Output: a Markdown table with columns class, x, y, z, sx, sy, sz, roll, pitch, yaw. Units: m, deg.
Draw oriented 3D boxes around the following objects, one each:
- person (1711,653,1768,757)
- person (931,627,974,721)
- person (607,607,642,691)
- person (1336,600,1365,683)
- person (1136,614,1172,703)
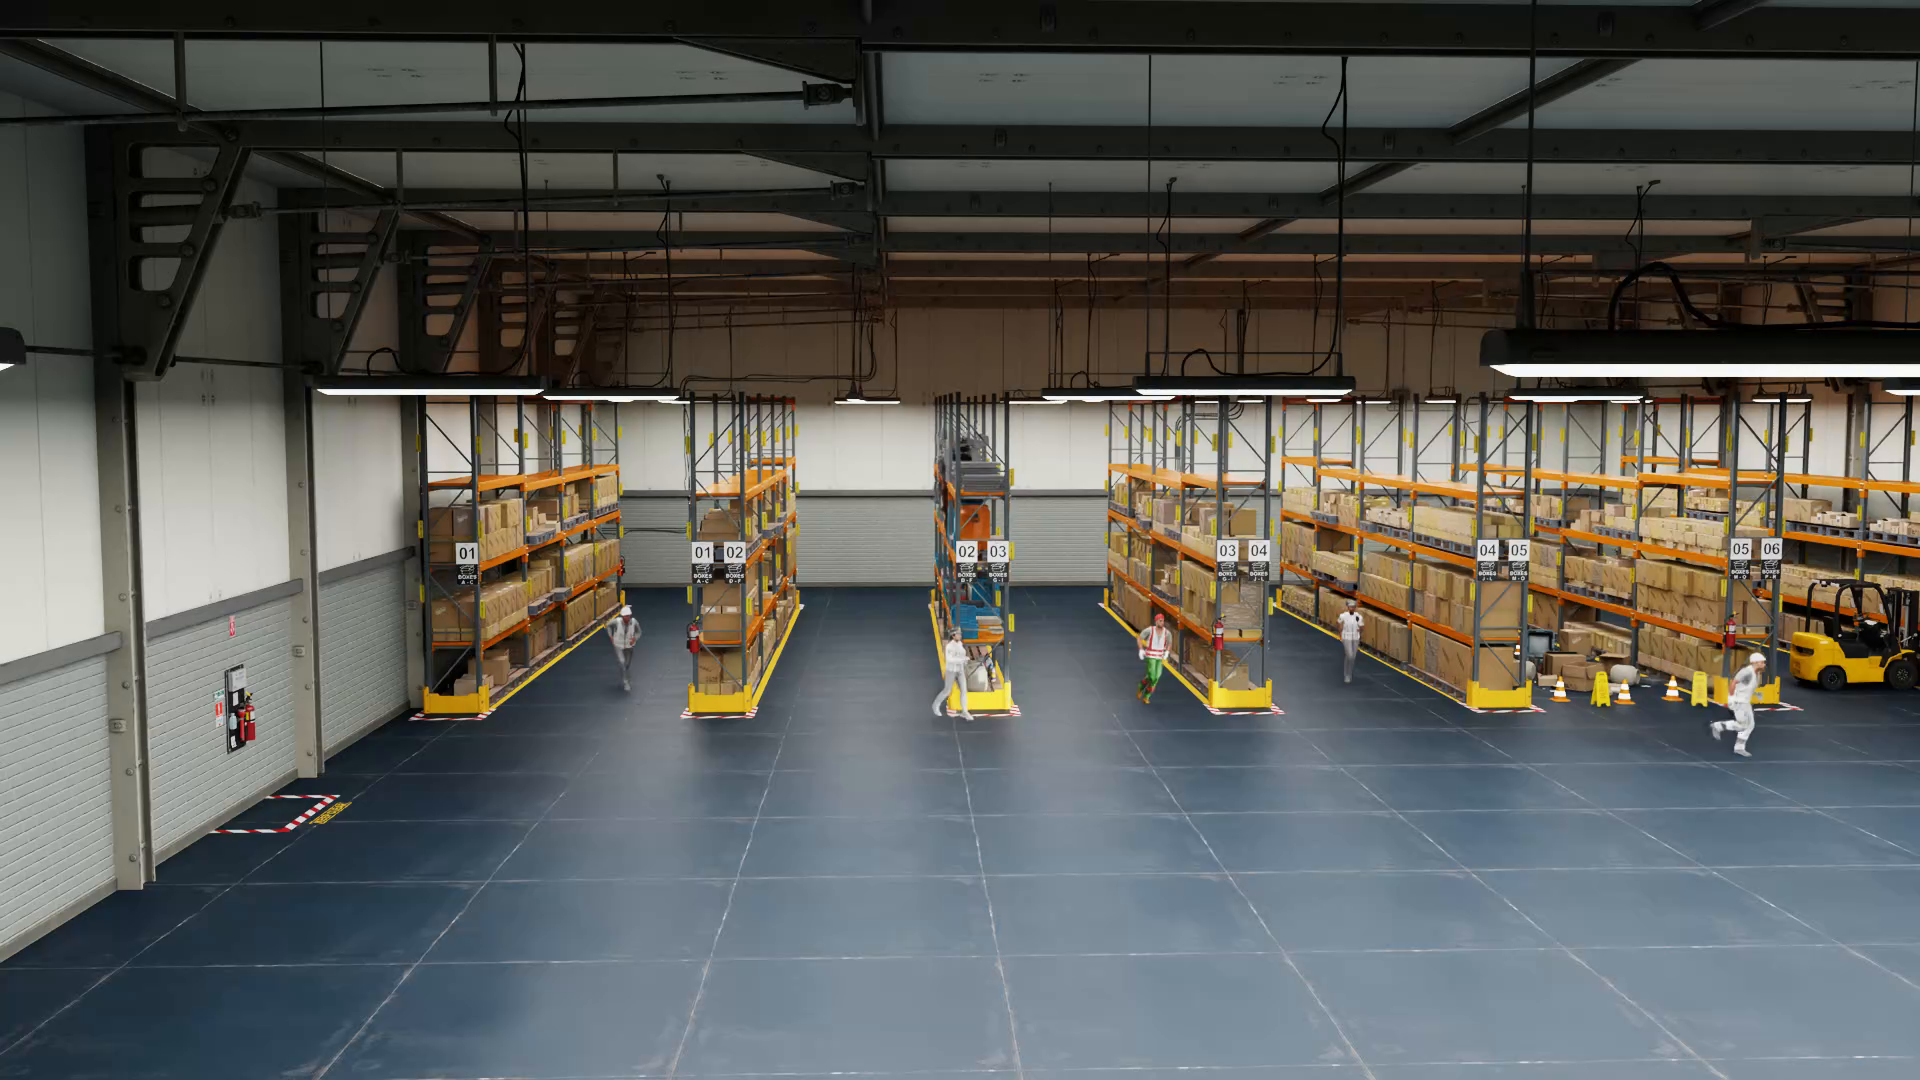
| class | x | y | z | sx | sy | sz | roll | pitch | yaw |
| --- | --- | --- | --- | --- | --- | --- | --- | --- | --- |
| person | 12.859 | 2.691 | 27.441 | 0.835 | 1.716 | 0.655 | 4 | 6 | 38 |
| person | -0.111 | 2.412 | 30.379 | 0.924 | 1.685 | 0.608 | 4 | 6 | 40 |
| person | -6.846 | 2.185 | 33.885 | 0.697 | 1.732 | 1.050 | -1 | 5 | -15 |
| person | 8.167 | 2.107 | 34.701 | 0.552 | 1.747 | 0.717 | 0 | 5 | -3 |
| person | 3.798 | 2.290 | 32.169 | 0.659 | 1.724 | 0.575 | -1 | 5 | -16 |
